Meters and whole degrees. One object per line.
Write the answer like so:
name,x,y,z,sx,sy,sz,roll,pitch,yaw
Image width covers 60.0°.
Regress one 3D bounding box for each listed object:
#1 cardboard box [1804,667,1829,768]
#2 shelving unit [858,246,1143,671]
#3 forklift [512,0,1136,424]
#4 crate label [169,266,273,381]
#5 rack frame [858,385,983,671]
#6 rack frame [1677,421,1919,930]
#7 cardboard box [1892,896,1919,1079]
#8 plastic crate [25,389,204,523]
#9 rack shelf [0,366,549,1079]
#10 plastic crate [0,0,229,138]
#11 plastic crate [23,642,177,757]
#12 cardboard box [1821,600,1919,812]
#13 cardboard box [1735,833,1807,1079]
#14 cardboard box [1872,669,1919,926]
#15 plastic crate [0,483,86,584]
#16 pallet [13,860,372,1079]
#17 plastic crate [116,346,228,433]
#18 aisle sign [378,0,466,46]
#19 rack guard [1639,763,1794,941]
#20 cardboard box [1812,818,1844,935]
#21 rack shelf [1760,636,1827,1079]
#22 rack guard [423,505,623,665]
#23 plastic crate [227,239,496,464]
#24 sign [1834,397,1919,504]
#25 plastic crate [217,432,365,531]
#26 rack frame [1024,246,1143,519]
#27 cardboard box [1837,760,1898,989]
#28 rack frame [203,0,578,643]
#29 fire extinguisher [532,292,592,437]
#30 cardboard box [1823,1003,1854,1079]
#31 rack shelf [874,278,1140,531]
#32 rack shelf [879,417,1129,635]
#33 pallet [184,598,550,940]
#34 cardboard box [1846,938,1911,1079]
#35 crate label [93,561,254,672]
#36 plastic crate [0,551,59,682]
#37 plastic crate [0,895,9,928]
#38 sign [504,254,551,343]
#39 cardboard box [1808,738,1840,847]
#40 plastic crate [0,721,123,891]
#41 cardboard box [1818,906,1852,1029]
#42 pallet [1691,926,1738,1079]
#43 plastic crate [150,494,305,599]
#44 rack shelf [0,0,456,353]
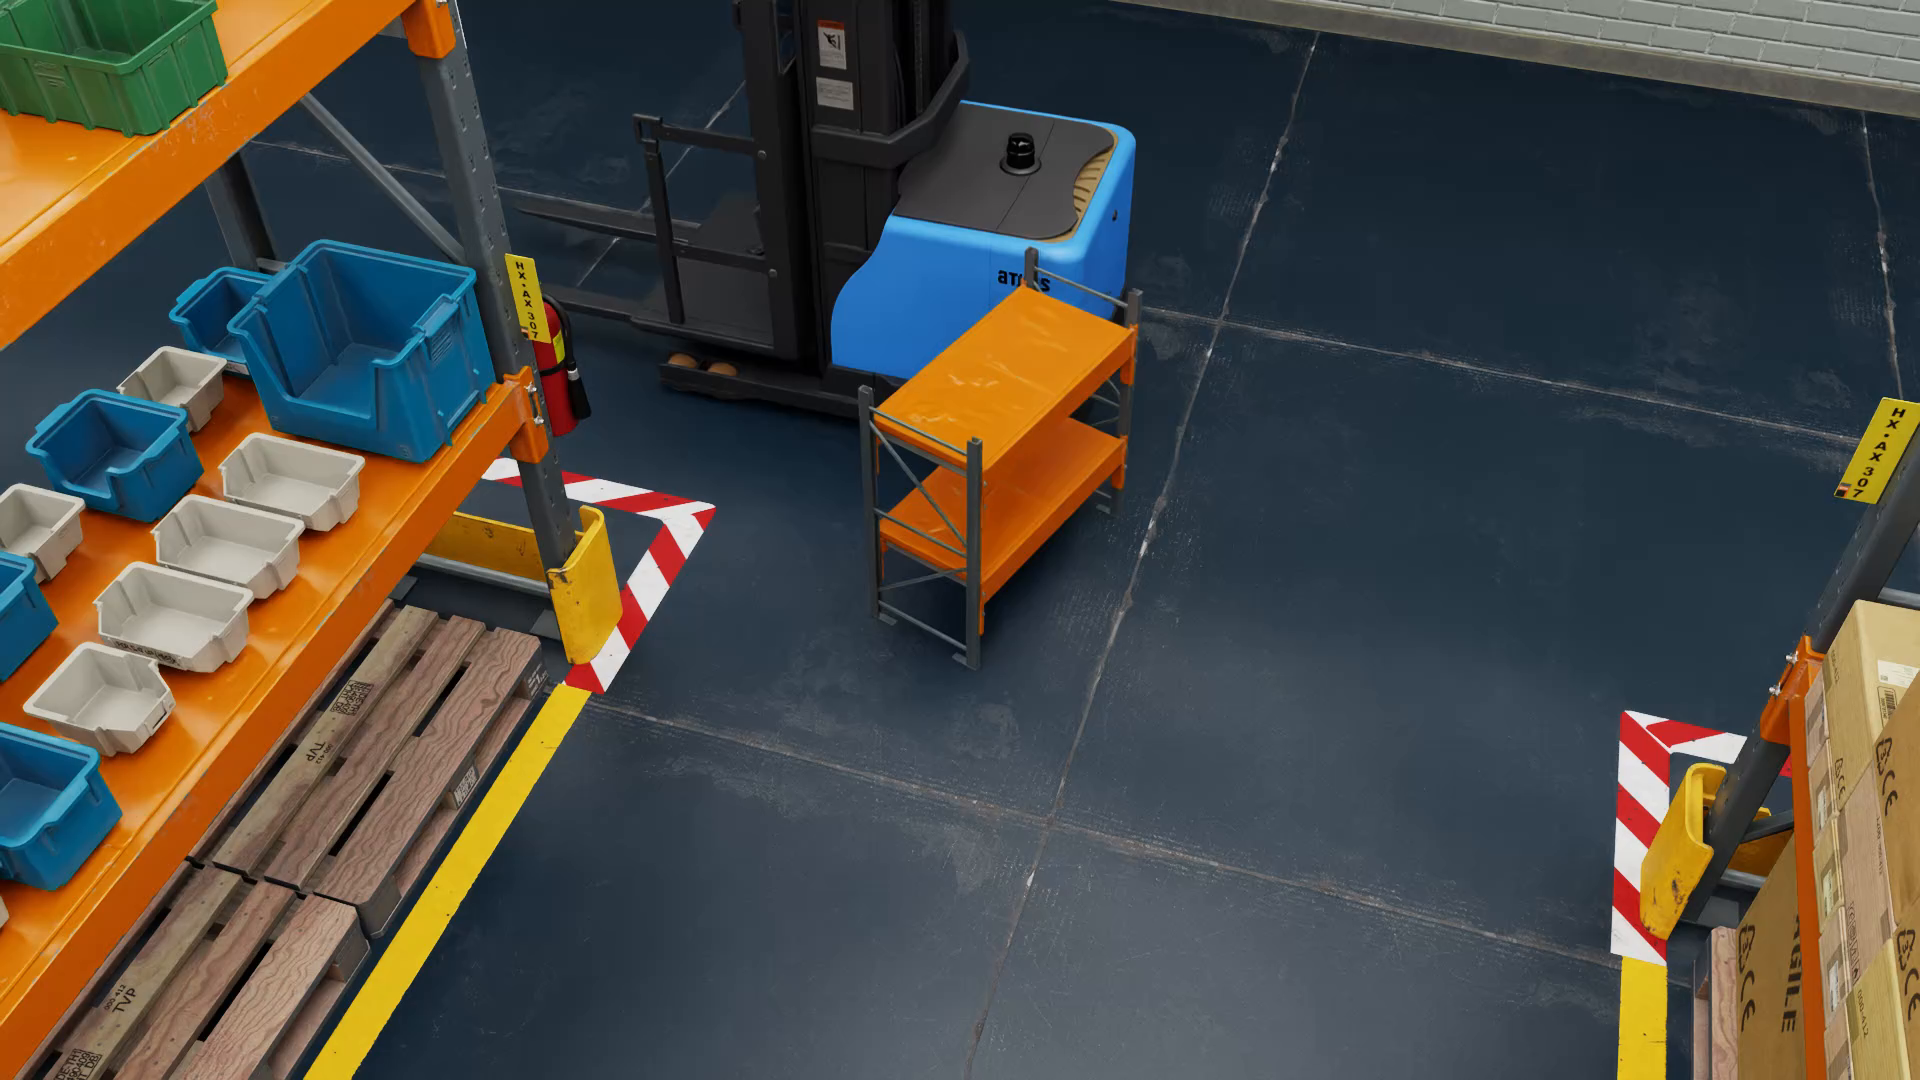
cardboard box,2.402,0.496,4.278,0.380,0.149,0.250,13,46,13
shelving unit,0.160,-0.308,6.261,0.538,1.125,1.048,27,50,25
forklift,-0.821,-2.008,6.706,3.031,2.935,1.130,12,46,12
crate label,-2.285,-0.677,5.373,0.416,0.233,0.303,13,46,13
rack frame,-0.137,-0.019,5.966,0.500,1.125,0.032,27,50,25
rack frame,2.824,0.239,4.361,1.000,3.000,0.127,13,46,13
cardboard box,2.118,0.861,3.084,0.500,0.500,0.500,11,46,11
plastic crate,-2.485,-0.238,4.925,0.416,0.233,0.300,13,46,13
rack shelf,-2.502,0.780,4.322,1.077,0.370,4.000,13,46,13
plastic crate,-1.923,-1.088,3.724,0.450,0.188,0.336,13,46,13
plastic crate,-2.206,0.427,4.314,0.298,0.136,0.250,13,46,13
cardboard box,2.421,0.449,4.041,0.500,0.250,0.500,11,46,11
cardboard box,2.706,1.292,4.504,0.875,0.875,0.875,13,46,13
cardboard box,2.270,0.515,3.438,0.500,0.500,0.500,12,46,12
plastic crate,-2.667,0.006,4.744,0.250,0.136,0.298,13,46,13
pallet,-2.555,1.539,5.026,1.003,0.211,1.213,13,46,13
plastic crate,-2.461,-0.446,5.207,0.250,0.136,0.298,13,46,13
aisle sign,-1.596,-1.725,4.509,0.394,0.787,0.004,13,46,13
rack guard,2.831,1.117,5.251,1.175,0.500,0.348,13,46,13
cardboard box,2.248,0.838,3.929,0.380,0.149,0.250,12,46,12
rack shelf,2.218,1.830,3.250,1.077,0.370,4.000,13,46,13
rack guard,-1.902,0.065,6.326,1.175,0.500,0.348,13,46,13
plastic crate,-1.820,-0.581,5.131,0.616,0.435,0.499,13,46,13
sign,2.297,-0.220,4.154,0.100,0.325,0.005,13,46,13
plastic crate,-1.971,-0.155,4.909,0.396,0.136,0.243,13,46,13
rack frame,0.456,-0.597,6.556,0.500,1.125,0.032,27,50,25
cardboard box,2.270,0.797,3.685,0.500,0.250,0.500,12,46,12
rack frame,-1.897,-0.810,5.433,1.000,3.000,0.127,13,46,13
fire extinguisher,-1.418,-0.653,5.595,0.296,0.674,0.183,13,46,13
cardboard box,2.092,1.181,3.578,0.380,0.149,0.250,12,46,12
rack shelf,0.160,-0.517,6.056,0.538,0.278,1.000,27,50,25
rack shelf,0.160,-0.133,6.432,0.538,0.278,1.000,27,50,25
pallet,-2.183,0.728,5.855,1.003,0.211,1.213,13,46,13
cardboard box,2.114,1.131,3.344,0.500,0.250,0.500,11,45,11
crate label,-2.134,0.226,4.520,0.396,0.136,0.243,13,46,13
plastic crate,-2.684,0.201,4.477,0.416,0.233,0.300,13,46,13
plastic crate,-2.470,0.899,3.729,0.437,0.282,0.530,13,46,13
sign,-1.368,-0.762,5.268,0.100,0.325,0.005,13,46,13
cardboard box,2.325,0.667,4.103,0.380,0.149,0.250,12,46,12
plastic crate,-2.274,0.652,4.016,0.416,0.233,0.300,13,46,13
cardboard box,2.170,1.012,3.751,0.380,0.149,0.250,12,46,12
pallet,2.656,1.786,4.774,1.003,0.211,1.213,13,46,13
plastic crate,-2.073,0.035,4.715,0.396,0.136,0.243,13,46,13
rack shelf,-2.502,-0.292,3.273,1.077,0.370,4.000,13,46,13
